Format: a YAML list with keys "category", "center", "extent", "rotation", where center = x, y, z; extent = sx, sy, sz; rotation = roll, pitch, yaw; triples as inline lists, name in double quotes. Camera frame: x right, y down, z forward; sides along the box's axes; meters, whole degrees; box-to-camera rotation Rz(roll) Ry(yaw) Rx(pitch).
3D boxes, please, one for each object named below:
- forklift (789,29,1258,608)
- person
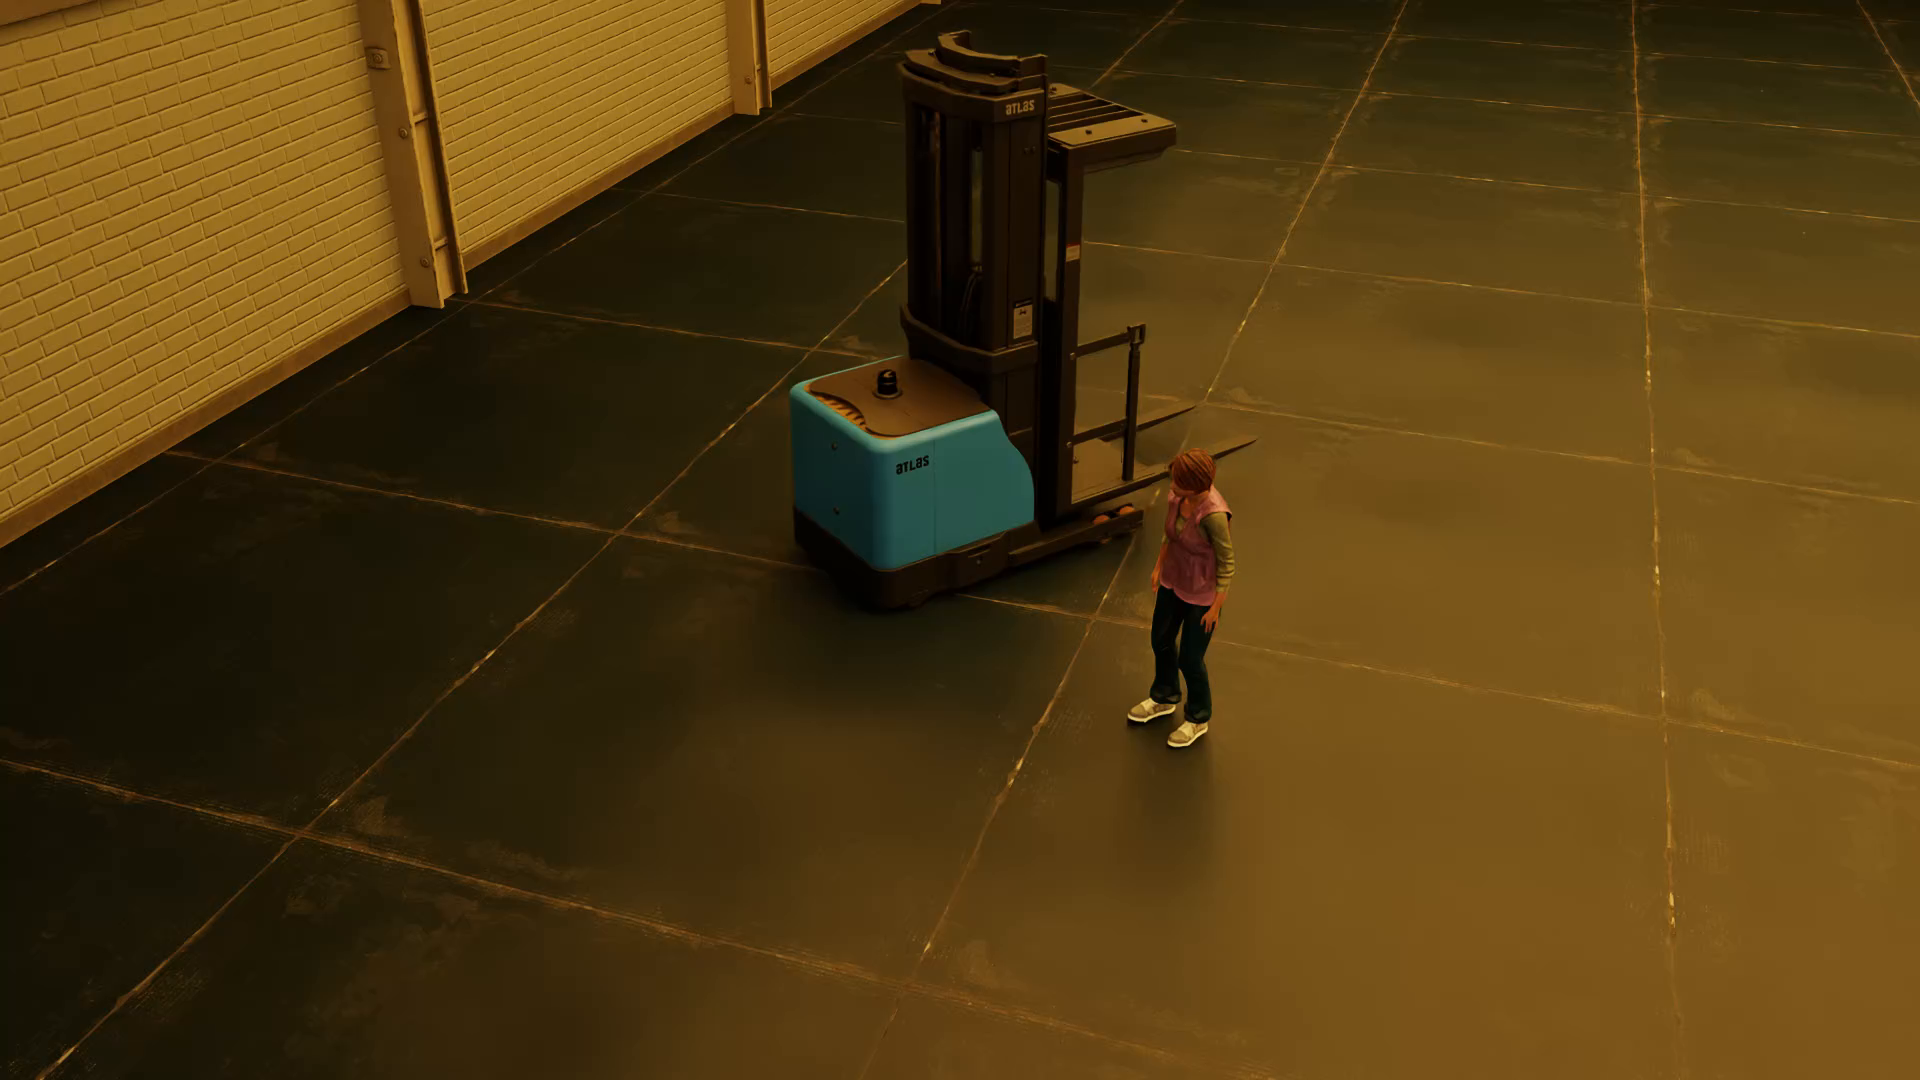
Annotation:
- category: "forklift"
  center: [0.509, -1.450, 9.681]
  extent: [3.031, 2.935, 1.130]
  rotation: [-19, 35, -30]
- category: "person"
  center: [1.098, 0.259, 8.036]
  extent: [0.357, 1.592, 0.491]
  rotation: [-17, 34, -27]
